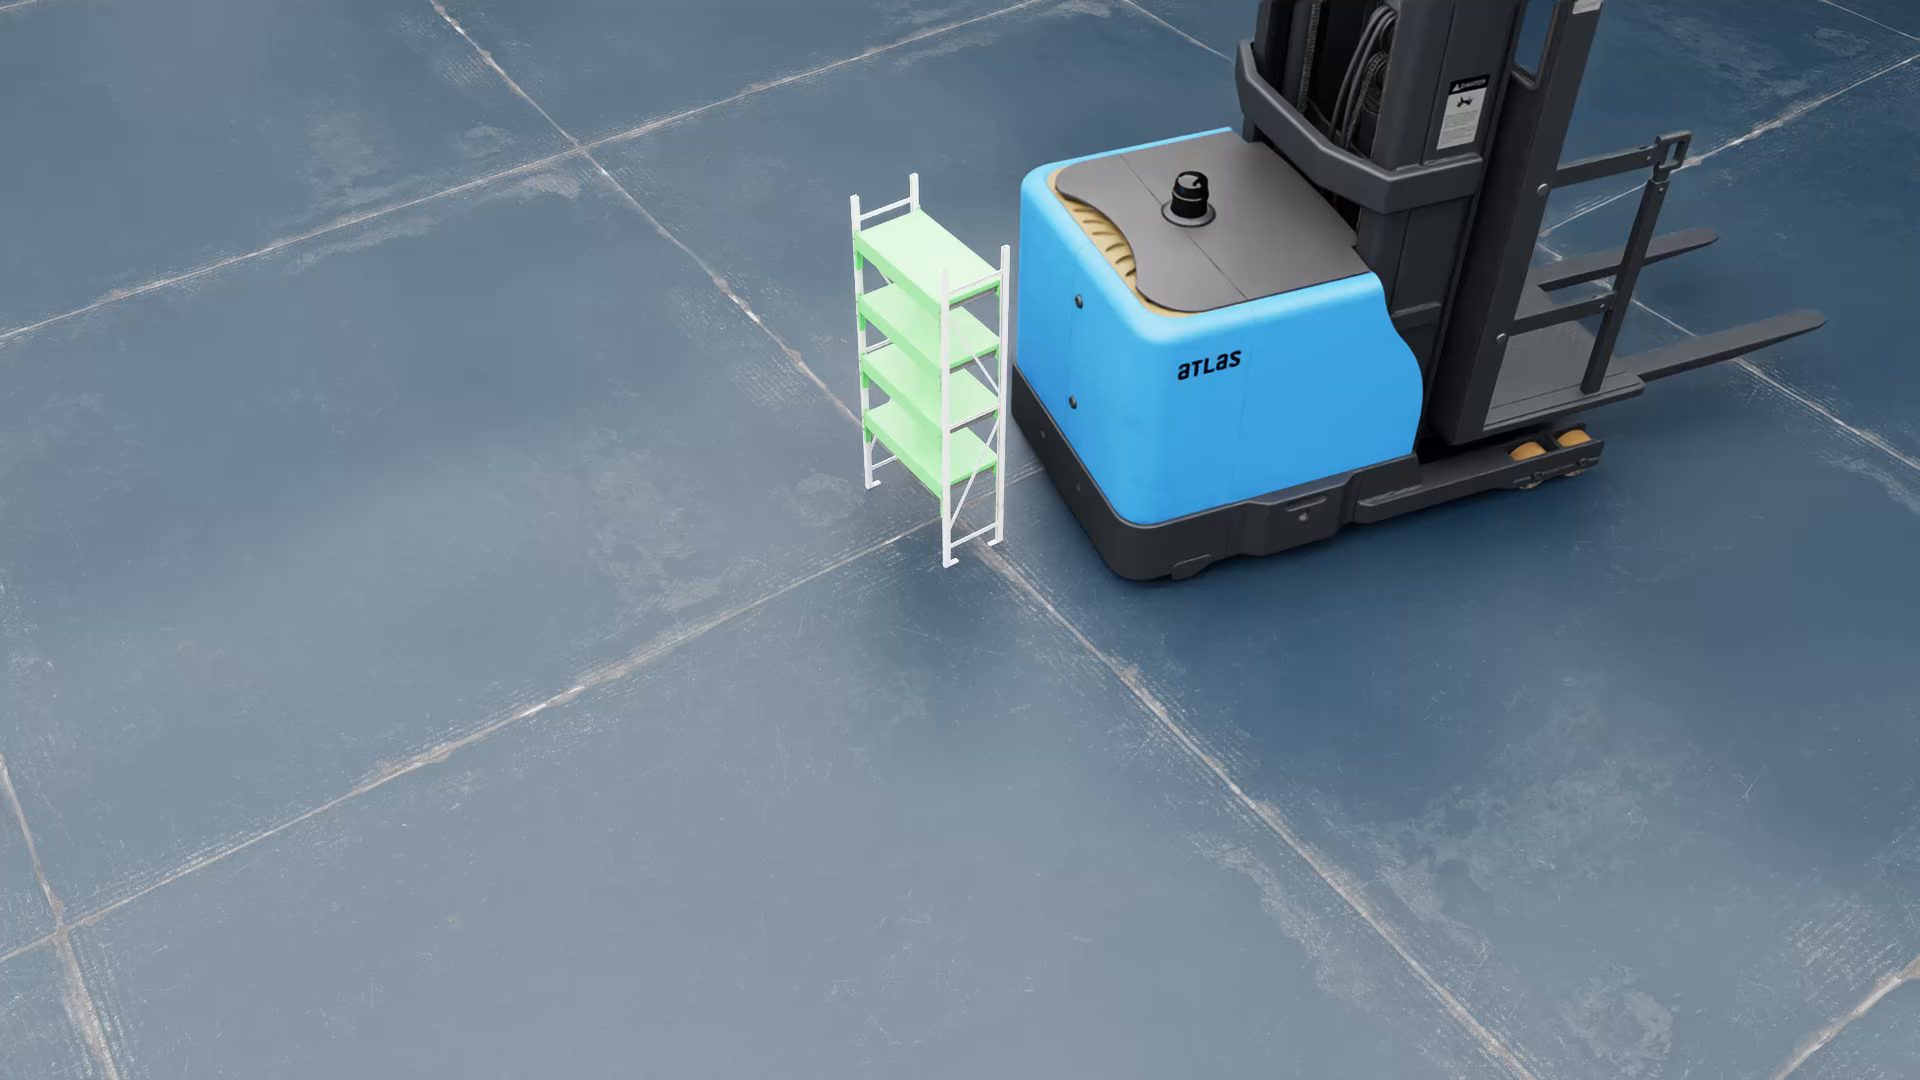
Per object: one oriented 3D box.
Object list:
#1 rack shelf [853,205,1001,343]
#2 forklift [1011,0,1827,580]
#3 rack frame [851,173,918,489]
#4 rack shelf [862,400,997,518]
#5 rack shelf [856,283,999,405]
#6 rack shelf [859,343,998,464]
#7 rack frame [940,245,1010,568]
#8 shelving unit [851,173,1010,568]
[{"bbox_3d":[-0.095,-0.829,5.147,0.258,0.148,0.480,-26,49,-24],"label":"rack shelf"},{"bbox_3d":[1.758,-1.568,5.270,3.031,2.935,1.130,-15,46,-15],"label":"forklift"},{"bbox_3d":[-0.234,-0.666,5.579,0.240,1.200,0.015,-26,49,-24],"label":"rack frame"},{"bbox_3d":[-0.095,-0.308,5.644,0.258,0.148,0.480,-26,49,-24],"label":"rack shelf"},{"bbox_3d":[-0.095,-0.655,5.312,0.258,0.148,0.480,-26,49,-24],"label":"rack shelf"},{"bbox_3d":[-0.095,-0.482,5.478,0.258,0.148,0.480,-26,49,-24],"label":"rack shelf"},{"bbox_3d":[0.045,-0.390,5.289,0.240,1.200,0.015,-26,49,-24],"label":"rack frame"},{"bbox_3d":[-0.095,-0.528,5.434,0.258,1.200,0.503,-26,49,-24],"label":"shelving unit"}]
